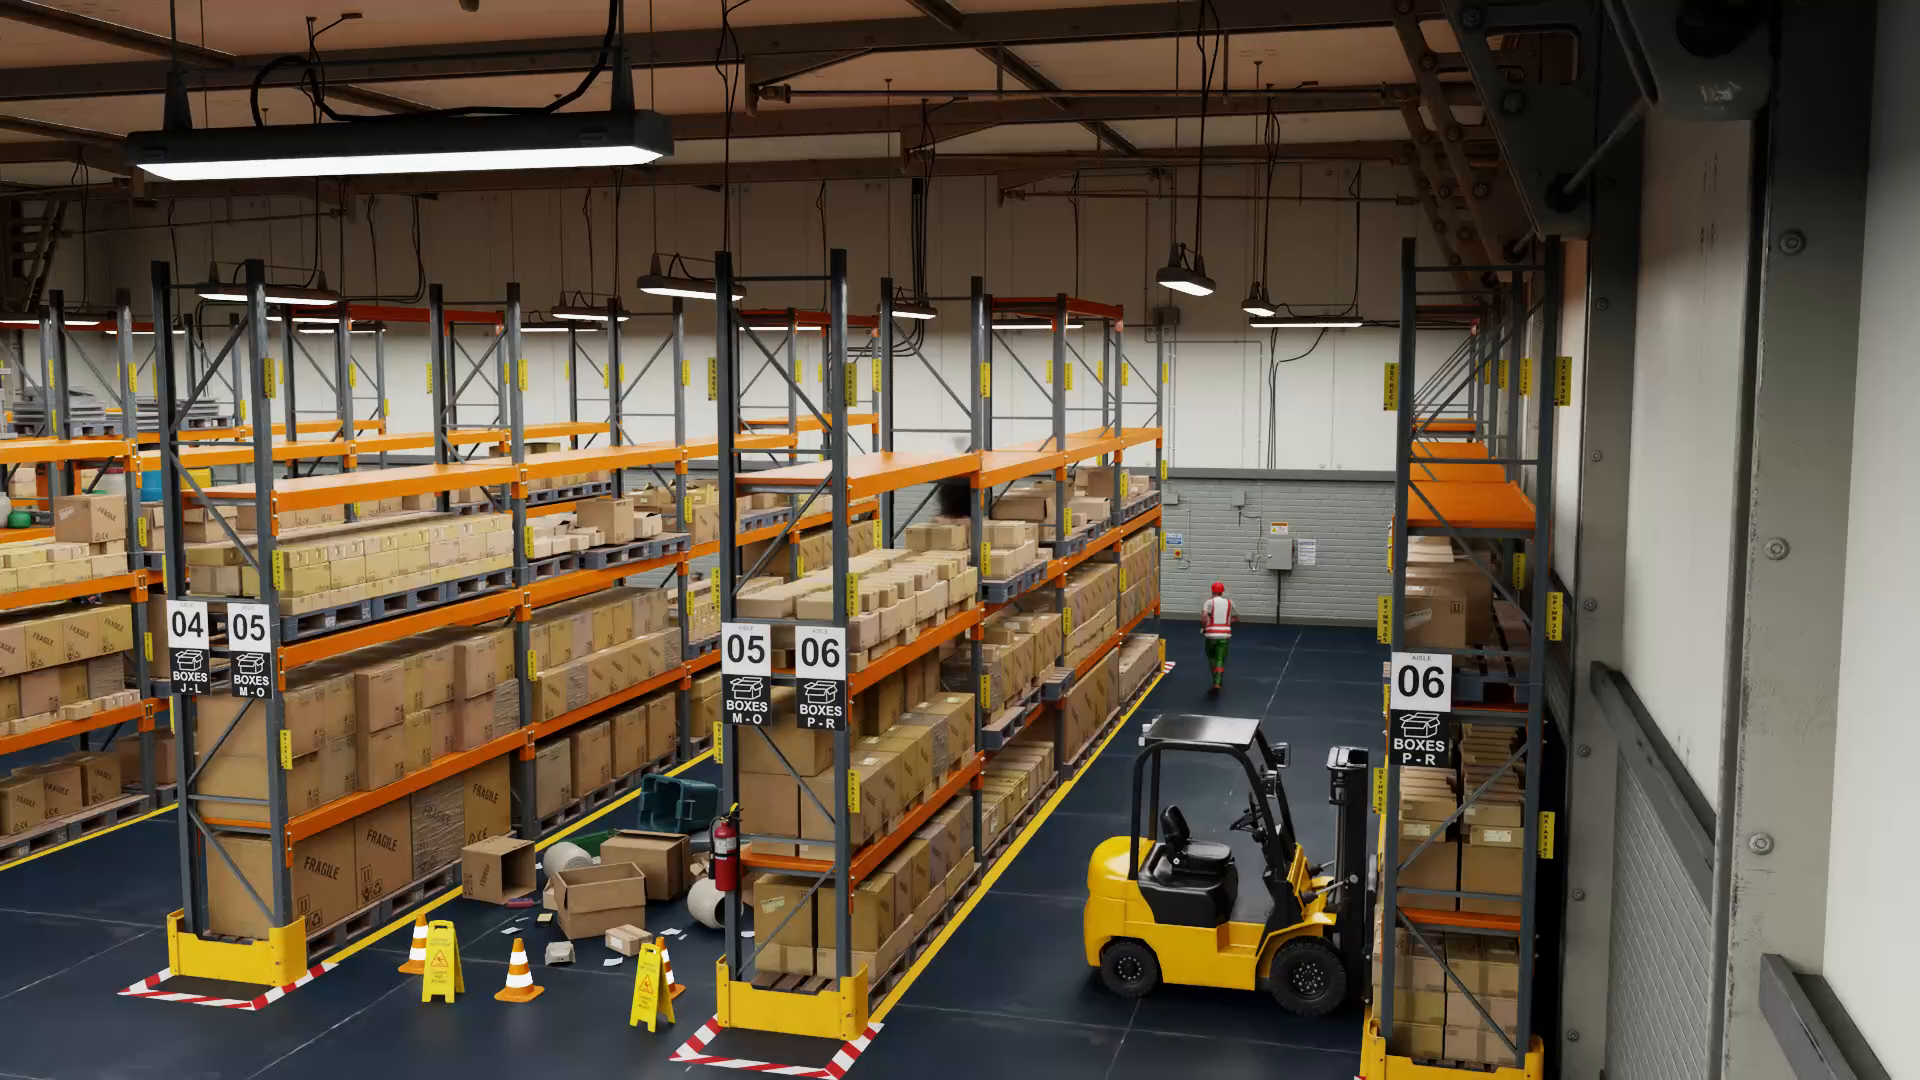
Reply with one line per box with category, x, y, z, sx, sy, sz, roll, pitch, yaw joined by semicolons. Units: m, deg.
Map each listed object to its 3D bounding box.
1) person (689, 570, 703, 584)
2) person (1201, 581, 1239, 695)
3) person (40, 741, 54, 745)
person;-4.438;1.363;28.103;0.562;1.733;0.813;2;6;19
person;4.056;1.545;25.908;0.620;1.763;0.856;0;6;1
person;-12.455;1.988;22.281;0.729;1.657;0.833;-2;6;-14
